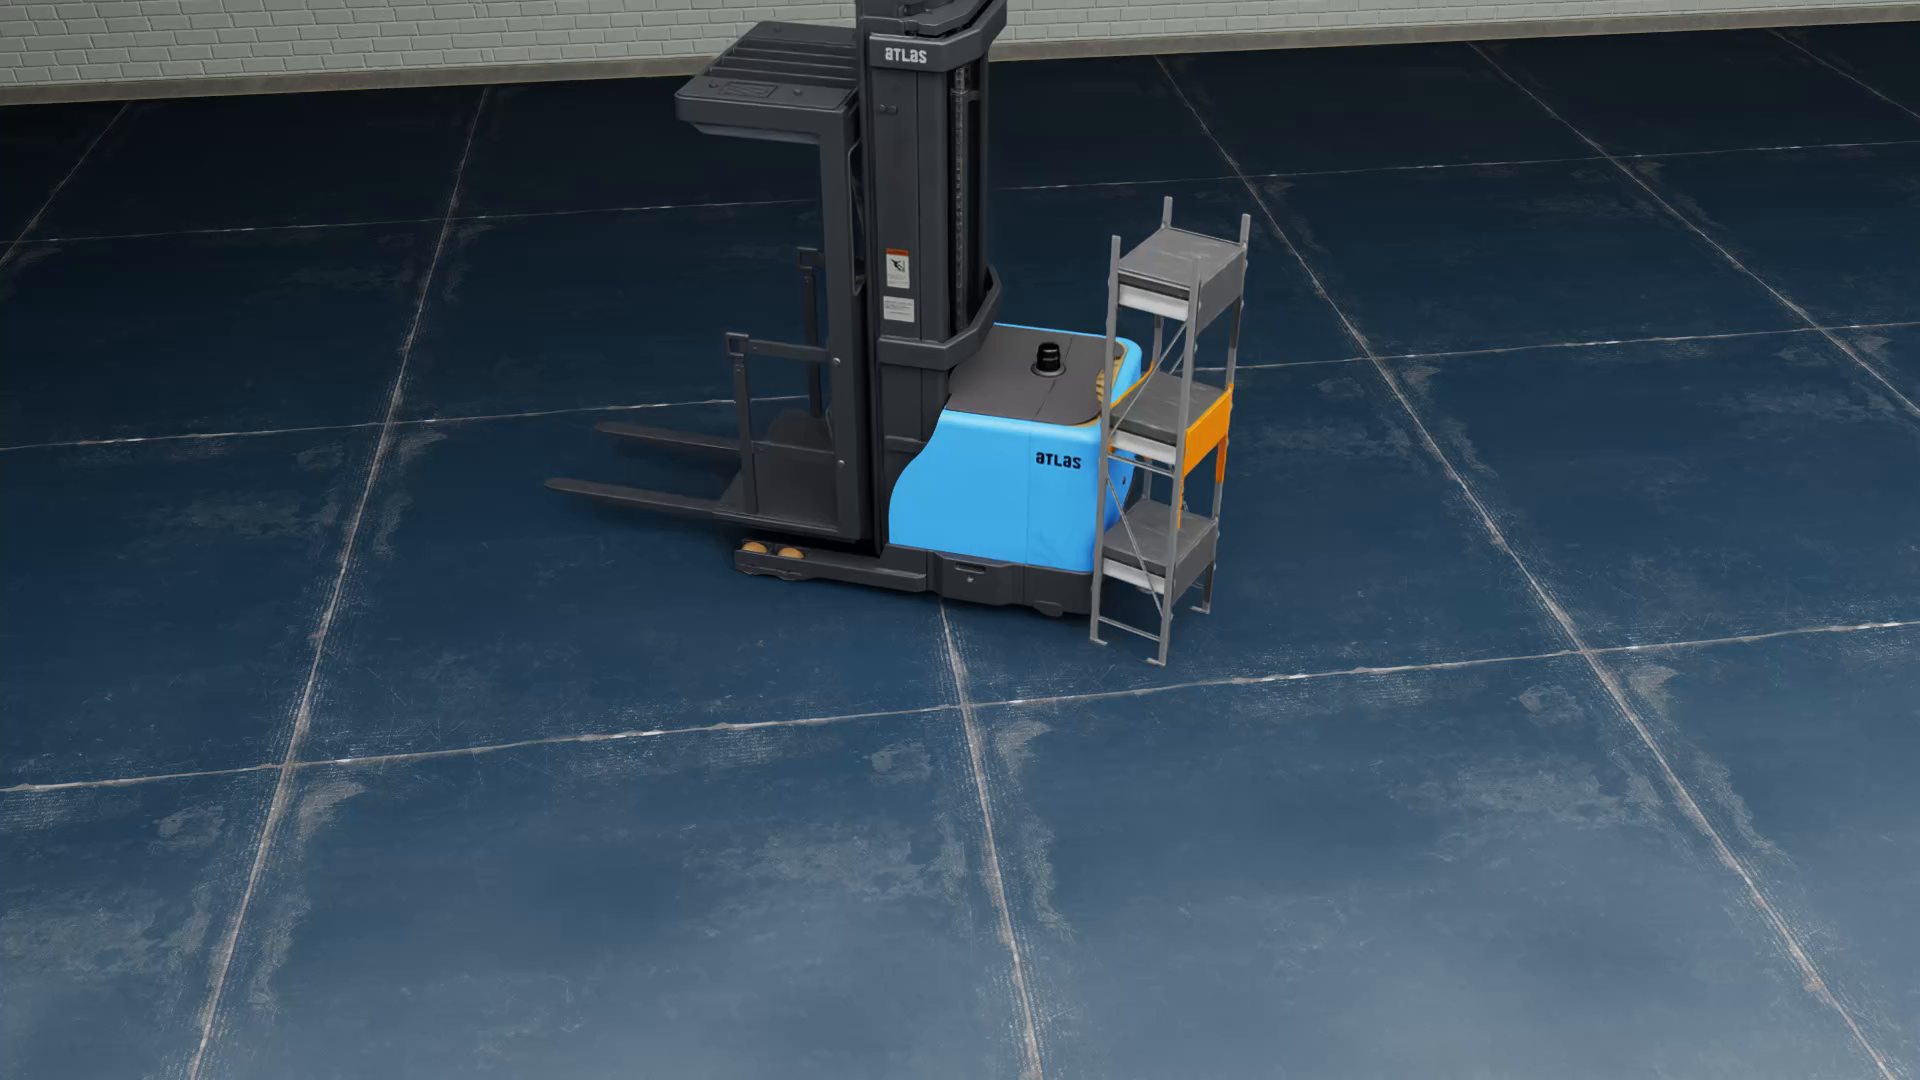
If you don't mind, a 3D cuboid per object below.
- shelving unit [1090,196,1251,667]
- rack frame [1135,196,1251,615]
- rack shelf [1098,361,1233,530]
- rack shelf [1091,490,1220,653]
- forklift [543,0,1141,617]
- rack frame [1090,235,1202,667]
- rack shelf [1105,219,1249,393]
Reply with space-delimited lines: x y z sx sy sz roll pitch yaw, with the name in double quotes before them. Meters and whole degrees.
"shelving unit" 0.929 -0.446 7.539 0.431 2.100 0.503 19 39 26
"rack frame" 1.058 -0.562 7.710 0.400 2.100 0.015 19 39 26
"rack shelf" 0.929 -0.435 7.547 0.431 0.518 0.480 19 39 26
"rack shelf" 0.929 0.144 7.940 0.431 0.518 0.480 19 39 26
"forklift" -0.655 -1.281 8.027 3.031 2.935 1.130 8 35 12
"rack frame" 0.800 -0.329 7.368 0.400 2.100 0.015 19 39 26
"rack shelf" 0.929 -1.013 7.153 0.431 0.518 0.480 19 39 26
